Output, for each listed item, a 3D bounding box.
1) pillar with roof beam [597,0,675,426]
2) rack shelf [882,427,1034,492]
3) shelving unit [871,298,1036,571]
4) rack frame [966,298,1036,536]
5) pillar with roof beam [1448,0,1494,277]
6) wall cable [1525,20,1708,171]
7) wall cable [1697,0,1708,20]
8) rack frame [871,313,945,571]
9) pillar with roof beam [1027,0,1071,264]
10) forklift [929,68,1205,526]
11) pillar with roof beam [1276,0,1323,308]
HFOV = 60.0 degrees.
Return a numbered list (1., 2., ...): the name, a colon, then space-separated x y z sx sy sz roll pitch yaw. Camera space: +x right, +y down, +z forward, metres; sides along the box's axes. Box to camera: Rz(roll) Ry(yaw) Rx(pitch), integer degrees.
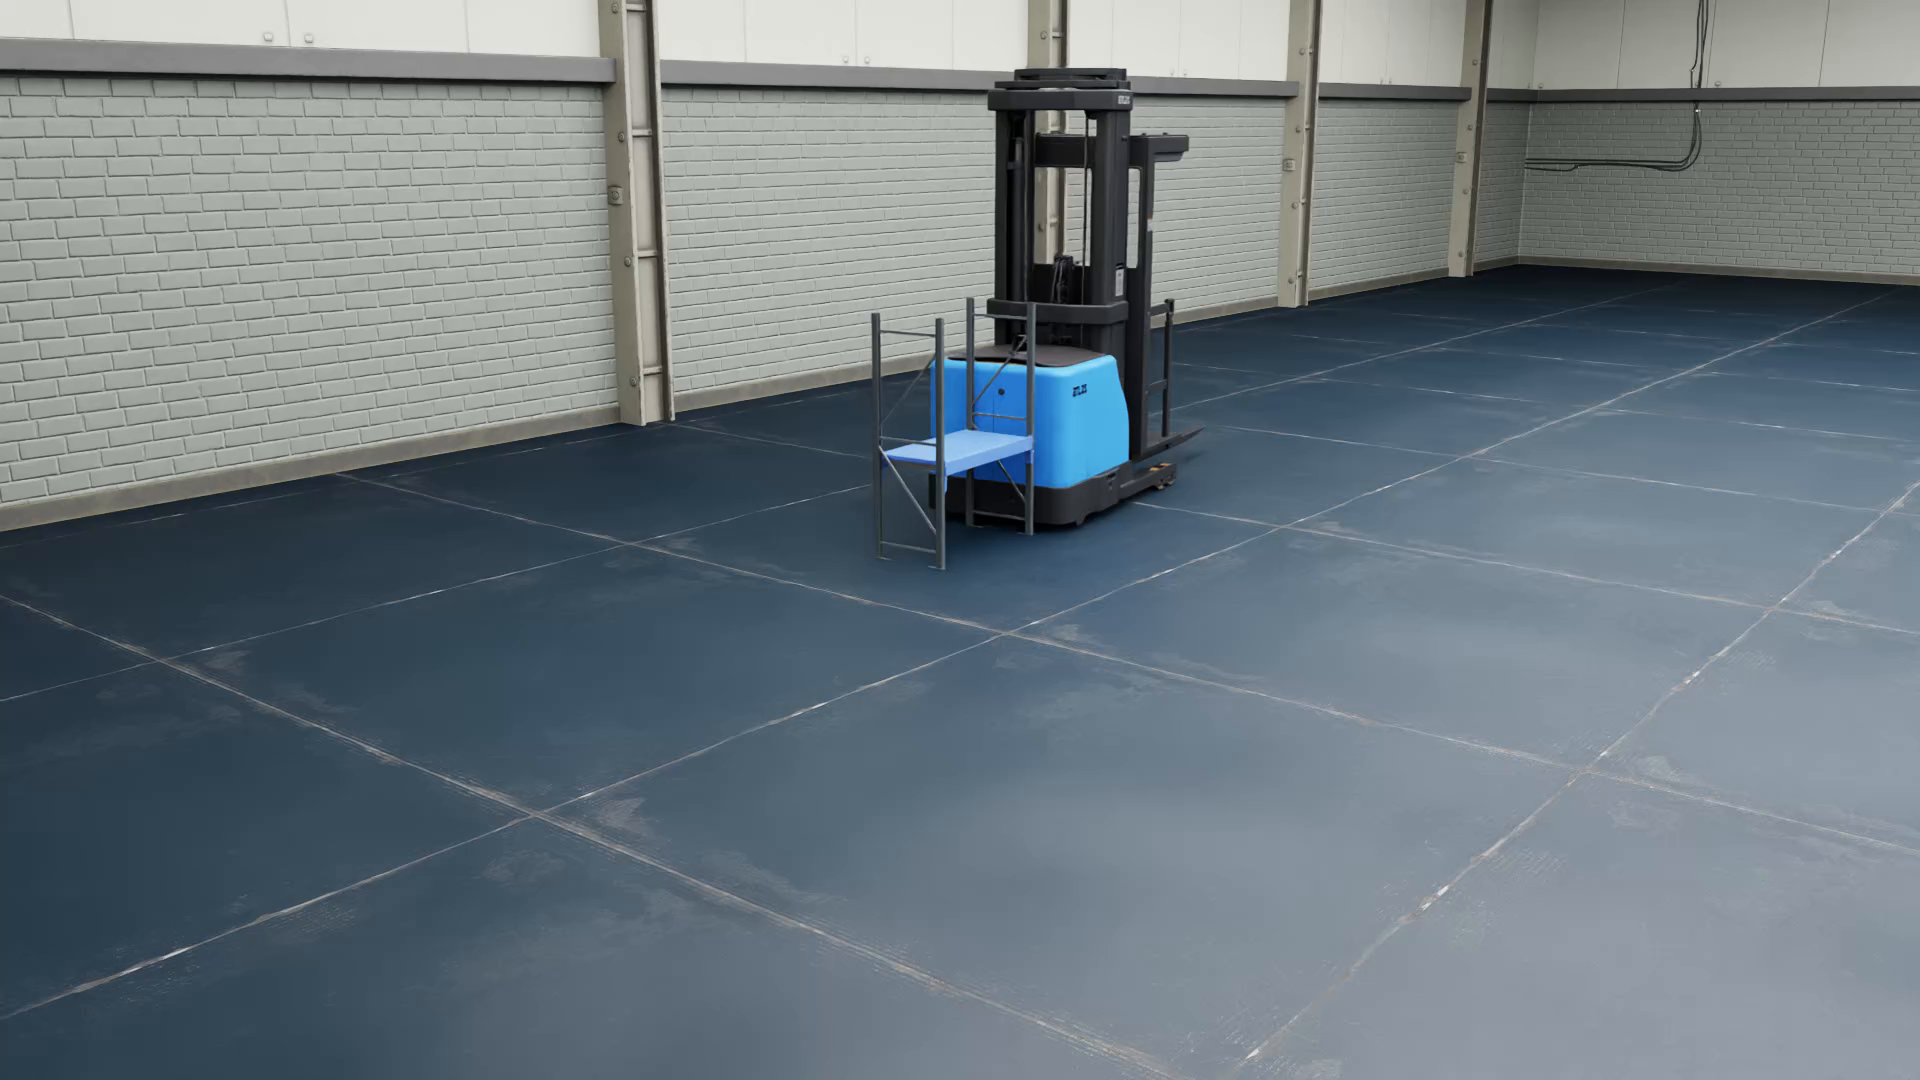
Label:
1. pillar with roof beam: 0.563 -4.757 11.072 9.100 9.000 0.400 11 18 38
2. rack shelf: -0.025 -0.508 10.309 0.538 0.185 1.000 9 17 32
3. shelving unit: -0.025 -0.683 10.265 0.538 1.500 1.048 9 17 32
4. rack frame: 0.256 -0.787 10.675 0.500 1.500 0.032 9 17 32
5. pillar with roof beam: 11.876 -8.204 24.642 9.100 9.000 0.400 11 18 38
6. wall cable: 11.408 -7.725 29.062 3.097 2.526 0.112 11 18 38
7. wall cable: 13.512 -9.754 26.792 3.097 2.526 0.112 11 18 38
8. rack frame: -0.307 -0.579 9.854 0.500 1.500 0.032 9 17 32
9. pillar with roof beam: 4.334 -5.906 15.595 9.100 9.000 0.400 11 18 38
10. forklift: 0.939 -1.829 11.869 1.130 2.935 3.031 8 16 28
11. pillar with roof beam: 8.105 -7.055 20.118 9.100 9.000 0.400 11 18 38
